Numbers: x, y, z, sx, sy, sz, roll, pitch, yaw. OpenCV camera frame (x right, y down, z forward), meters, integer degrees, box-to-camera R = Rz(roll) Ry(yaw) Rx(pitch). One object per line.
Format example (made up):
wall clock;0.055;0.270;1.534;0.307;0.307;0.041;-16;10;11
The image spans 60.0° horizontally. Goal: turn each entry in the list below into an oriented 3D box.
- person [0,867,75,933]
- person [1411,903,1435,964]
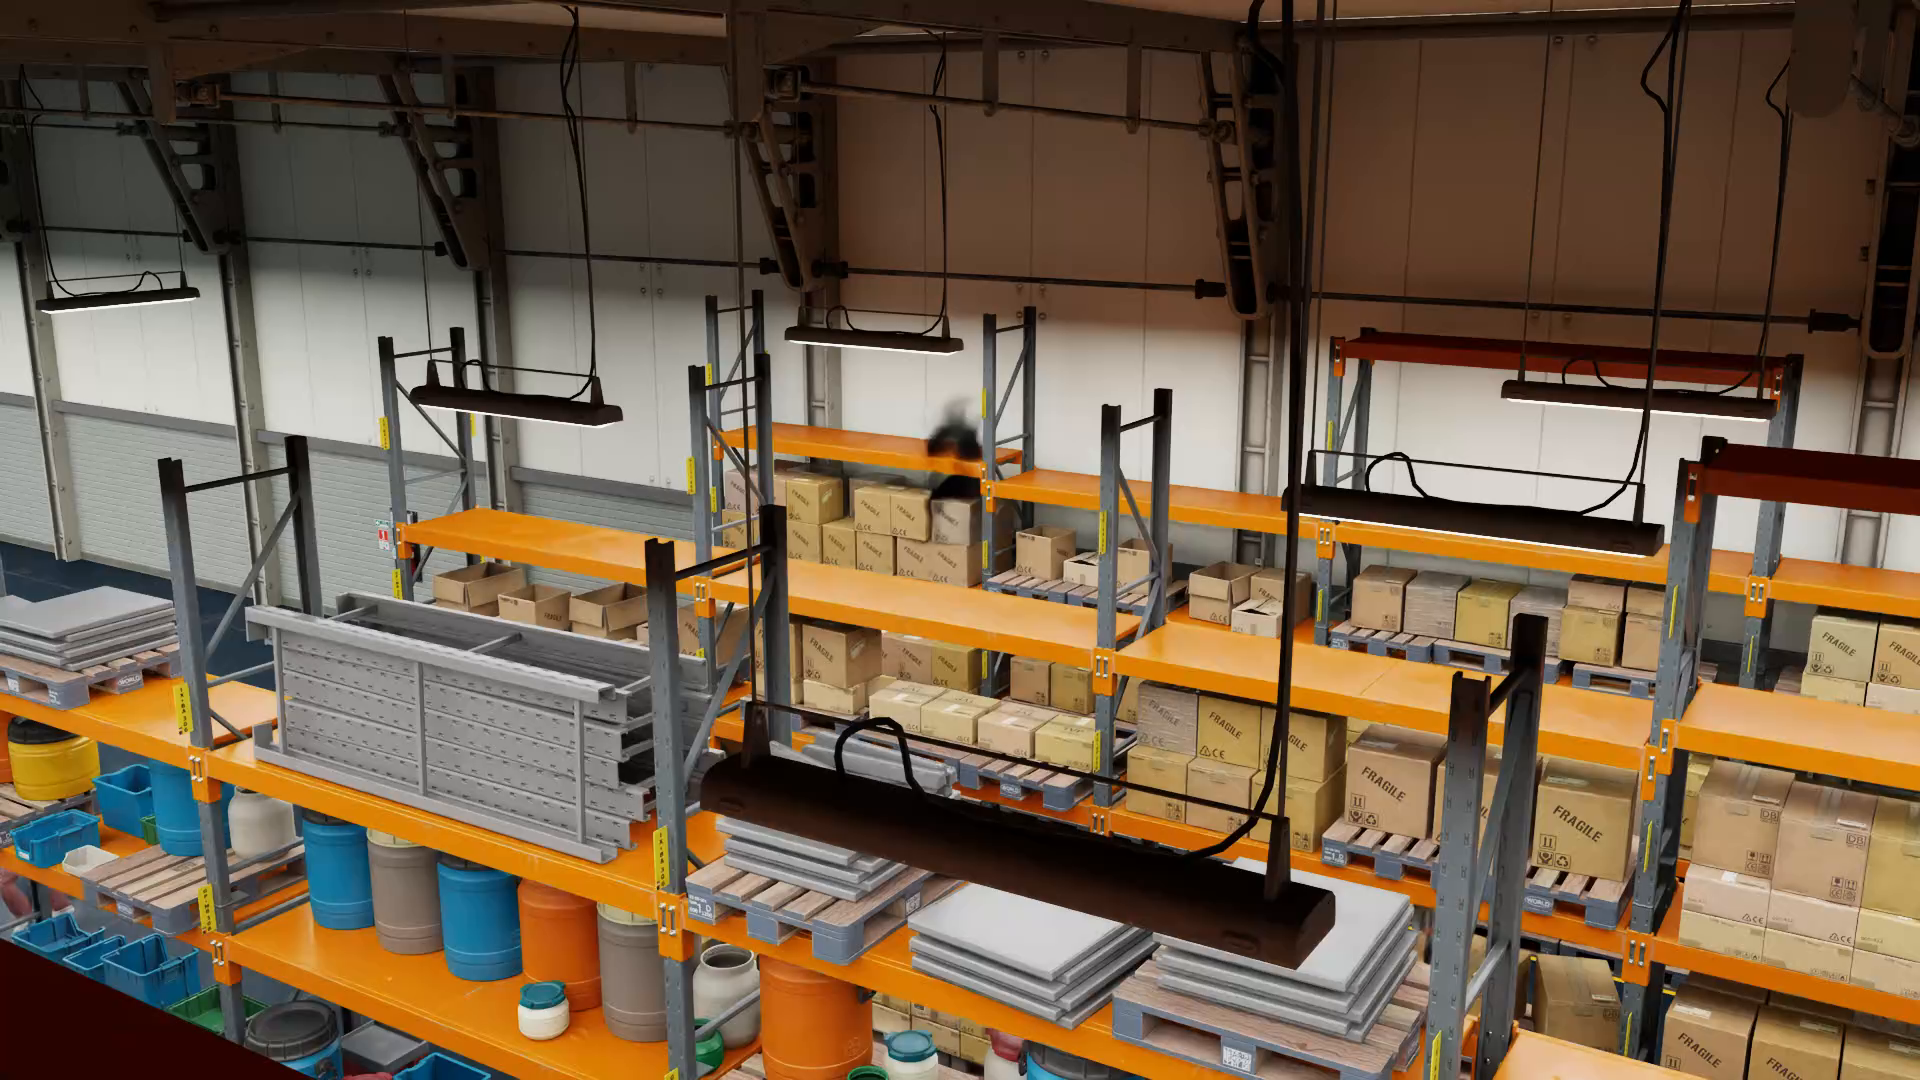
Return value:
person;-9.514;3.189;16.983;0.668;1.667;0.580;-8;16;-28
person;4.314;3.603;15.276;0.853;1.587;0.568;5;15;19
